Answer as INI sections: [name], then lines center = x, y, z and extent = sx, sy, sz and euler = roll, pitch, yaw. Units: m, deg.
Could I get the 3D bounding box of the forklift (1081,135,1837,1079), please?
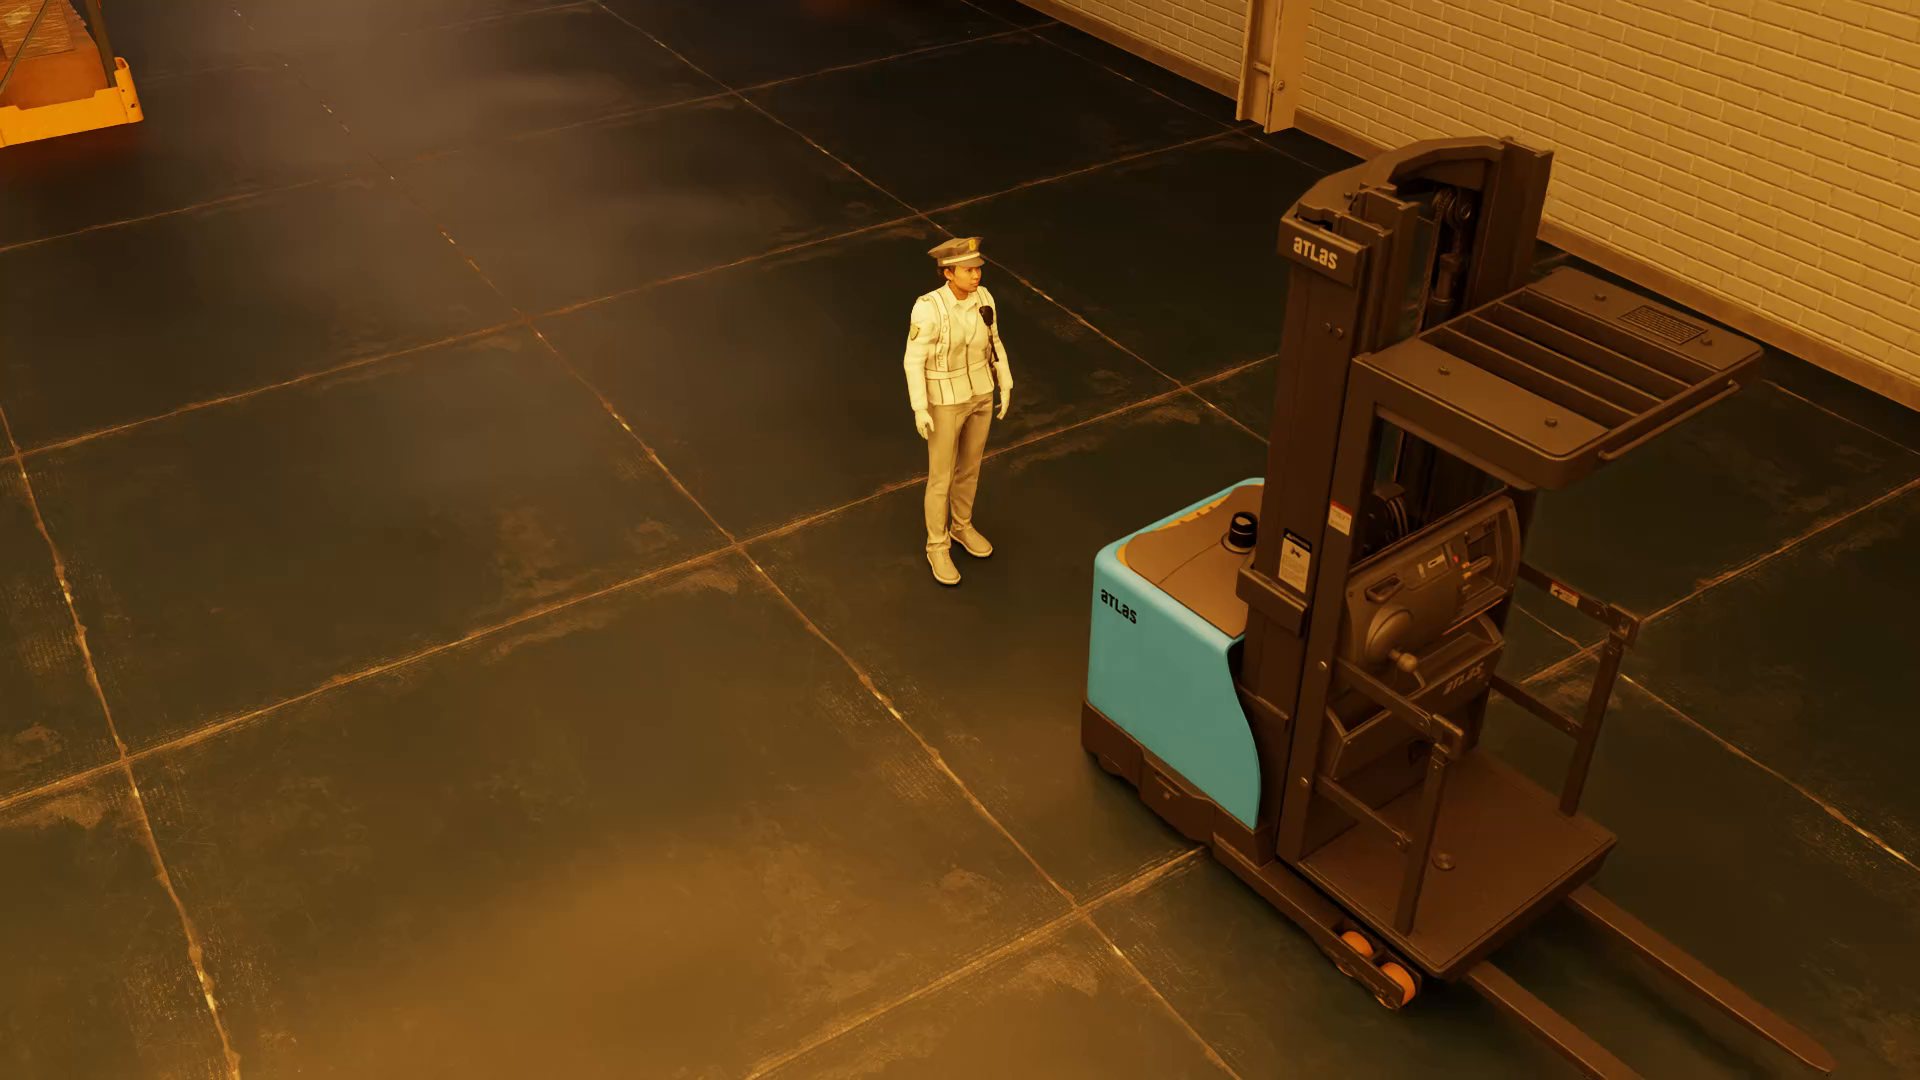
[forklift]
center = 1.834, 0.222, 5.831
extent = 1.130, 2.935, 3.031
euler = -24, 42, -30

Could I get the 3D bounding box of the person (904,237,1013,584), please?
[person]
center = 0.031, -0.665, 8.157
extent = 0.588, 1.696, 0.533
euler = -21, 40, -27
